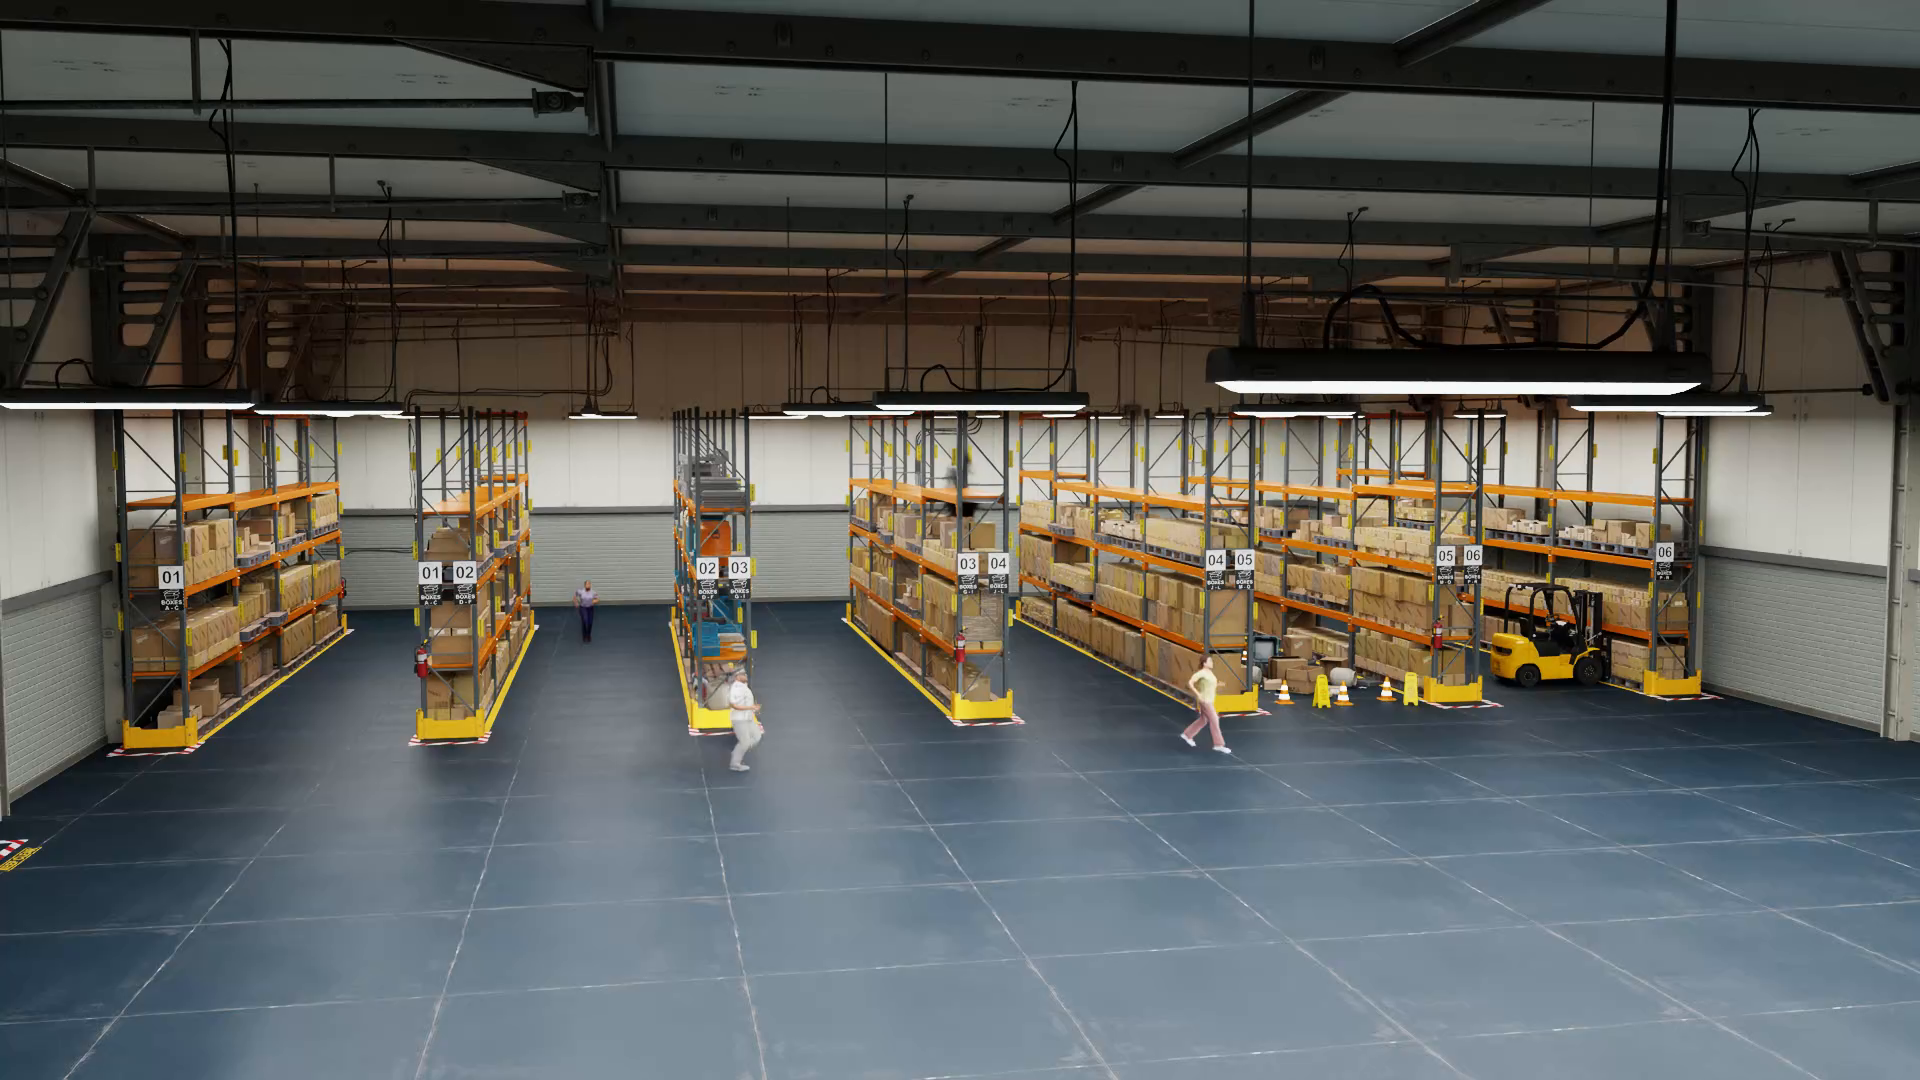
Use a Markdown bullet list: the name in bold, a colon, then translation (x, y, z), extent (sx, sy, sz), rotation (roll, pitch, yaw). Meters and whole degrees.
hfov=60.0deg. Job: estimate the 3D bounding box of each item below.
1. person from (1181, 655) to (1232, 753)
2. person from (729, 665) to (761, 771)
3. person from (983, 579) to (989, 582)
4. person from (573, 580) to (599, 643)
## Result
- **person**: translation (4.270, 2.812, 28.811), extent (0.957, 1.666, 0.569), rotation (2, 5, 27)
- **person**: translation (-3.503, 2.907, 27.243), extent (0.601, 1.744, 0.650), rotation (1, 4, 10)
- **person**: translation (0.668, 1.519, 47.187), extent (0.698, 1.701, 0.583), rotation (-1, 4, -8)
- **person**: translation (-9.703, 1.855, 43.229), extent (0.624, 1.653, 0.775), rotation (-2, 4, -24)
